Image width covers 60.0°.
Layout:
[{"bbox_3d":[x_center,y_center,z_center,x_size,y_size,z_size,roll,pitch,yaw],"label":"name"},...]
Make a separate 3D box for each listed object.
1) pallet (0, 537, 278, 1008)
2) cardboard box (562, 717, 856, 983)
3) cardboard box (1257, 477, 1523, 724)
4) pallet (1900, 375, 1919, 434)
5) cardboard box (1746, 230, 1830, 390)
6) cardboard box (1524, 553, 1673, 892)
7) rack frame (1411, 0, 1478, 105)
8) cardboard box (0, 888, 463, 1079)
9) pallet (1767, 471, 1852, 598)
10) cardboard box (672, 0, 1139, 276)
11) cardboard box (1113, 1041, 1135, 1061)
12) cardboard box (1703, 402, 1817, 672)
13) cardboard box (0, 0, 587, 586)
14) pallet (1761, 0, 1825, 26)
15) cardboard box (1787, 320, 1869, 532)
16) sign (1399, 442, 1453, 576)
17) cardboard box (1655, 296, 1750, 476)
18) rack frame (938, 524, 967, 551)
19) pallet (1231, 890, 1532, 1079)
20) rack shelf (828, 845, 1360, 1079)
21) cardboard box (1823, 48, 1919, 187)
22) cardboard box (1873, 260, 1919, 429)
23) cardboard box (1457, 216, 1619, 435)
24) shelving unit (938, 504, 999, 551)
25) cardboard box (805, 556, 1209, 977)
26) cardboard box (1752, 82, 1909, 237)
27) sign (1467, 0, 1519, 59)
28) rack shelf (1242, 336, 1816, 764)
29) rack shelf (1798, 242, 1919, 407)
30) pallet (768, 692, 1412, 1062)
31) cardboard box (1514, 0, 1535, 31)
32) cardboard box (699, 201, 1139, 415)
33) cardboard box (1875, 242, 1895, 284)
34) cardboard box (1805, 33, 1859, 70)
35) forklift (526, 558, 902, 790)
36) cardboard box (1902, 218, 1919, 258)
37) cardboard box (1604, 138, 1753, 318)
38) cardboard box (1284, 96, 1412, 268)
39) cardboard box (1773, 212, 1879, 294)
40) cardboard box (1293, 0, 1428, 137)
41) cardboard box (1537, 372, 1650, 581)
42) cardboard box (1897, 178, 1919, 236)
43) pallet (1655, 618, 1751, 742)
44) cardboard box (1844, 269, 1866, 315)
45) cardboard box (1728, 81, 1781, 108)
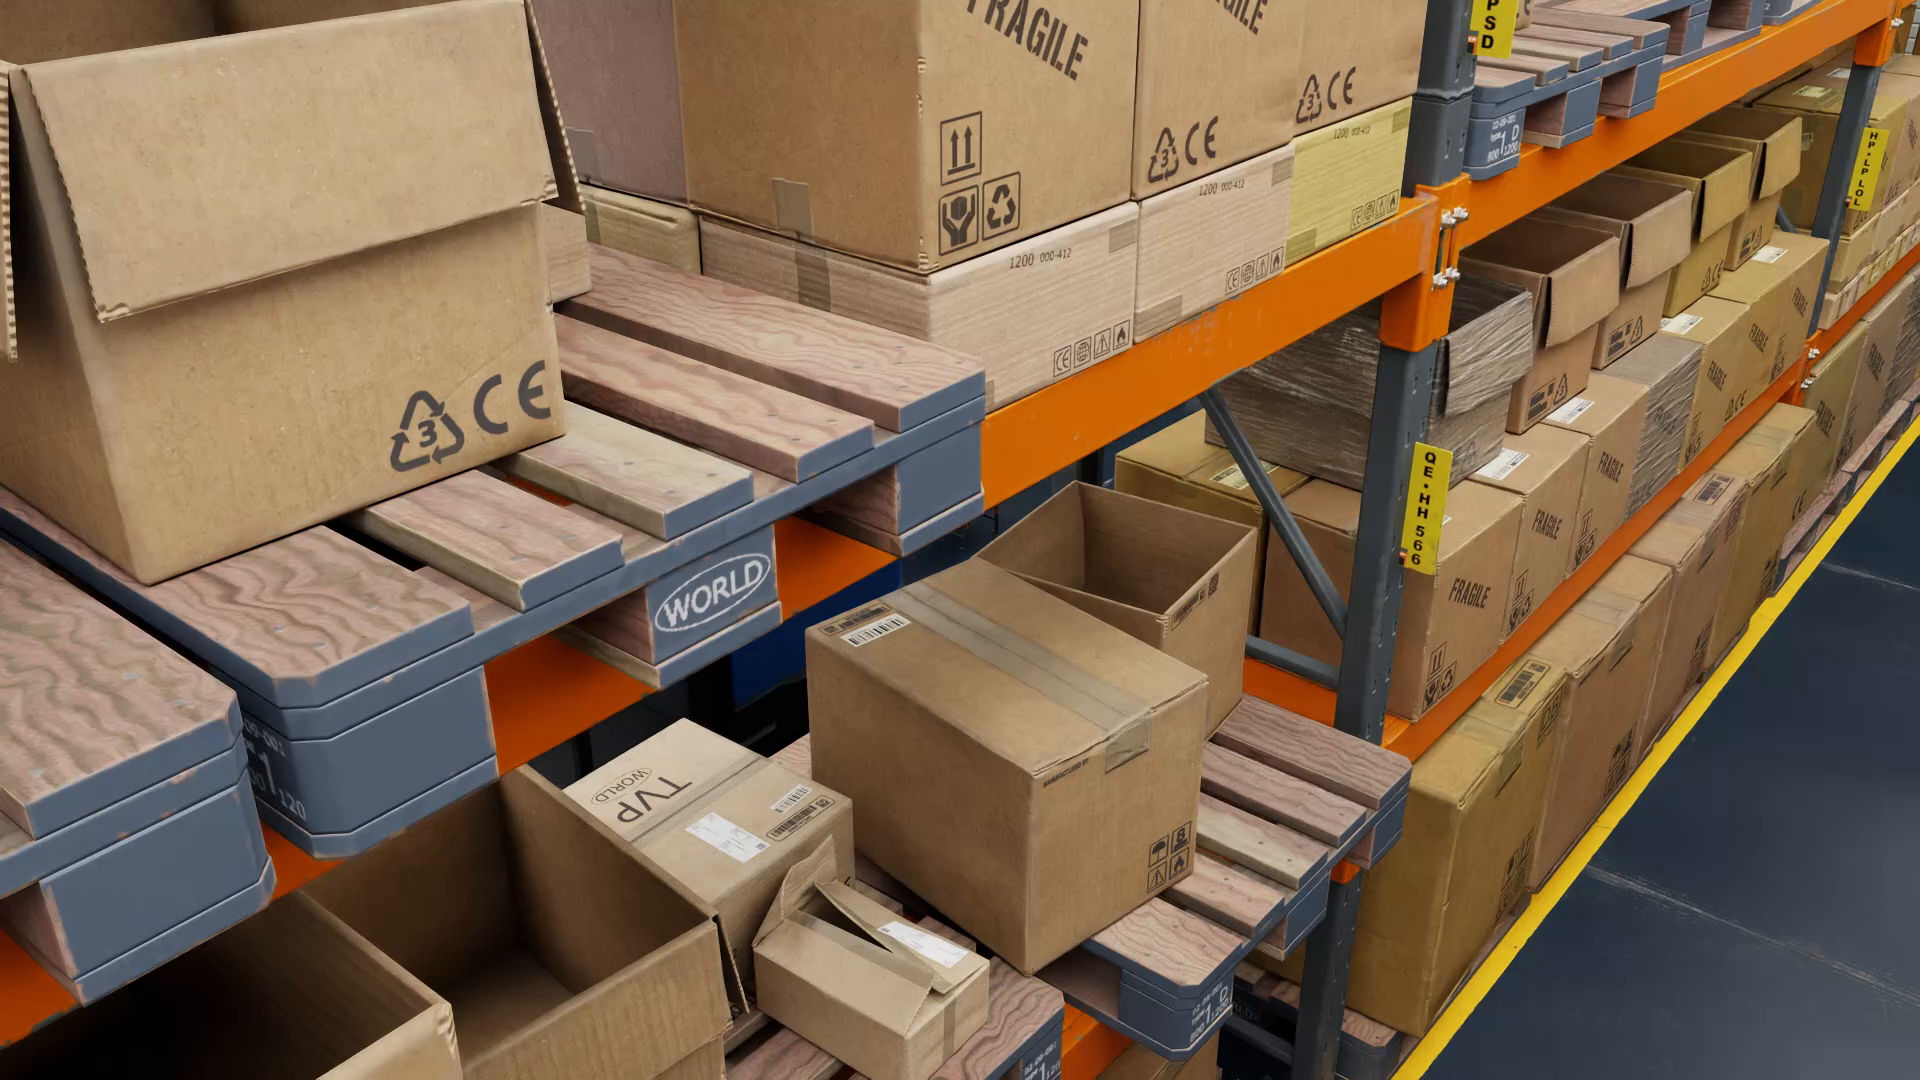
[{"bbox_3d":[-1.392,0.233,1.475,1.213,0.211,1.003,21,34,34],"label":"pallet"},{"bbox_3d":[-0.566,0.659,3.419,0.500,0.250,0.500,20,33,33],"label":"cardboard box"},{"bbox_3d":[1.196,0.114,4.656,0.500,0.500,0.500,22,35,36],"label":"cardboard box"},{"bbox_3d":[5.318,-1.040,10.031,1.003,0.211,1.213,21,34,34],"label":"pallet"},{"bbox_3d":[3.135,-0.965,6.743,0.500,0.500,0.500,21,34,35],"label":"cardboard box"},{"bbox_3d":[1.705,0.456,5.959,1.225,0.875,0.875,21,34,35],"label":"cardboard box"},{"bbox_3d":[0.677,-2.413,3.121,1.000,3.000,0.127,21,34,34],"label":"rack frame"},{"bbox_3d":[-1.254,0.976,1.989,1.000,1.000,1.000,21,34,35],"label":"cardboard box"},{"bbox_3d":[3.766,-0.175,8.358,1.003,0.211,1.213,21,34,34],"label":"pallet"},{"bbox_3d":[-0.078,-0.749,2.516,0.500,0.500,0.500,21,34,35],"label":"cardboard box"},{"bbox_3d":[0.274,1.080,4.324,0.500,0.250,0.500,22,35,36],"label":"cardboard box"},{"bbox_3d":[2.830,-0.177,7.183,1.225,0.875,0.875,21,34,35],"label":"cardboard box"},{"bbox_3d":[-0.893,-0.367,1.861,0.797,0.503,0.637,22,35,36],"label":"cardboard box"},{"bbox_3d":[2.676,-2.075,5.939,0.805,0.209,1.217,19,33,32],"label":"pallet"},{"bbox_3d":[3.703,-0.620,8.040,0.875,0.875,0.875,21,34,34],"label":"cardboard box"},{"bbox_3d":[1.102,-0.072,3.951,0.100,0.325,0.005,21,34,34],"label":"sign"},{"bbox_3d":[2.488,-0.605,6.046,0.500,0.500,0.500,20,34,34],"label":"cardboard box"},{"bbox_3d":[-0.044,-0.442,7.962,0.200,1.050,0.008,21,34,34],"label":"rack frame"},{"bbox_3d":[1.237,1.233,5.638,1.003,0.211,1.213,21,34,34],"label":"pallet"},{"bbox_3d":[-0.595,1.280,3.294,1.077,0.370,4.000,21,34,34],"label":"rack shelf"},{"bbox_3d":[4.370,-2.019,7.911,0.500,0.500,0.500,20,33,33],"label":"cardboard box"},{"bbox_3d":[4.842,-1.255,9.266,0.875,0.875,0.875,21,34,34],"label":"cardboard box"},{"bbox_3d":[1.571,-0.723,5.183,0.797,0.503,0.637,22,34,36],"label":"cardboard box"},{"bbox_3d":[0.034,-0.485,8.045,0.215,1.050,0.252,21,34,34],"label":"shelving unit"},{"bbox_3d":[0.087,0.451,3.548,0.500,0.500,0.700,-22,35,-36],"label":"cardboard box"},{"bbox_3d":[3.723,-1.660,7.218,0.500,0.500,0.500,21,34,34],"label":"cardboard box"},{"bbox_3d":[1.095,-1.151,3.383,0.100,0.325,0.005,21,34,34],"label":"sign"},{"bbox_3d":[1.949,-0.138,6.035,1.077,0.370,4.000,21,34,34],"label":"rack shelf"},{"bbox_3d":[4.494,-1.556,8.777,1.077,0.370,4.000,21,34,34],"label":"rack shelf"},{"bbox_3d":[0.306,0.620,3.995,1.213,0.211,1.003,21,34,34],"label":"pallet"},{"bbox_3d":[1.010,-1.551,4.149,0.797,0.503,0.637,23,35,37],"label":"cardboard box"},{"bbox_3d":[-0.063,-0.417,2.690,0.500,0.250,0.500,22,34,36],"label":"cardboard box"},{"bbox_3d":[4.166,-1.343,7.855,0.380,0.149,0.250,20,33,33],"label":"cardboard box"},{"bbox_3d":[4.609,-2.529,8.898,0.500,0.500,0.500,20,33,33],"label":"cardboard box"},{"bbox_3d":[-1.534,-0.365,5.765,1.130,2.935,3.031,20,33,33],"label":"forklift"},{"bbox_3d":[4.490,-1.522,8.202,0.380,0.149,0.250,21,34,35],"label":"cardboard box"},{"bbox_3d":[2.376,-1.188,6.081,0.797,0.503,0.637,21,34,35],"label":"cardboard box"},{"bbox_3d":[0.564,-0.774,3.380,0.500,0.250,0.500,21,34,35],"label":"cardboard box"},{"bbox_3d":[3.722,-1.322,7.381,0.500,0.250,0.500,20,33,34],"label":"cardboard box"},{"bbox_3d":[0.567,-1.105,3.204,0.500,0.500,0.500,22,34,36],"label":"cardboard box"},{"bbox_3d":[1.846,-0.252,5.364,0.500,0.500,0.500,20,33,34],"label":"cardboard box"},{"bbox_3d":[4.368,-1.682,8.077,0.500,0.250,0.500,22,34,36],"label":"cardboard box"},{"bbox_3d":[2.789,0.367,7.310,1.003,0.211,1.213,21,34,34],"label":"pallet"},{"bbox_3d":[3.833,-1.156,7.493,0.380,0.149,0.250,19,33,33],"label":"cardboard box"},{"bbox_3d":[3.308,-1.806,7.501,0.500,0.500,0.500,22,35,36],"label":"cardboard box"}]
